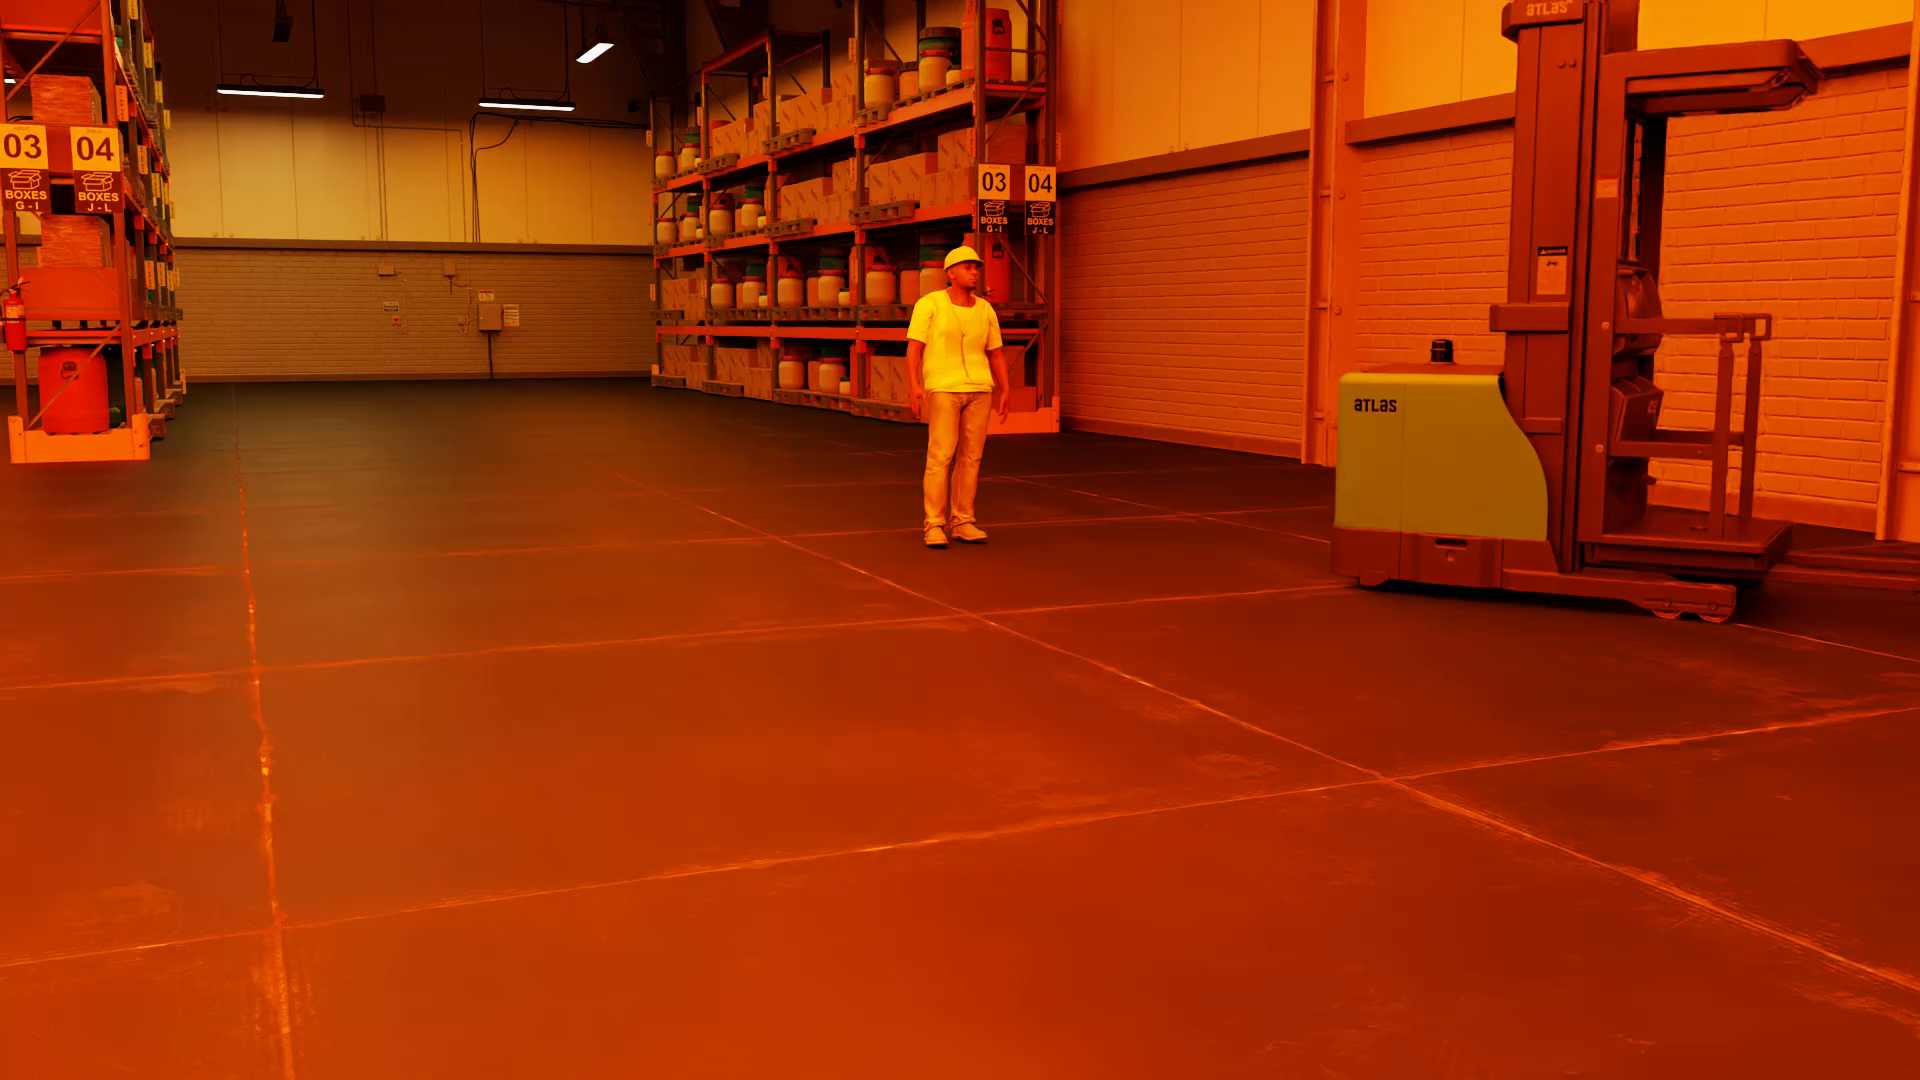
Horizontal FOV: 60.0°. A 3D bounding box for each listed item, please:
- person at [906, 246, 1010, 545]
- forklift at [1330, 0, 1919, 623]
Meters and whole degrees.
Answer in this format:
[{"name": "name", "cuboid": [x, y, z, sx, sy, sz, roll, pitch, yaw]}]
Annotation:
[{"name": "person", "cuboid": [0.022, -0.874, 9.972, 0.665, 1.765, 0.577, -3, 8, -23]}, {"name": "forklift", "cuboid": [3.382, -1.165, 7.773, 3.031, 2.935, 1.130, 5, 9, 32]}]
